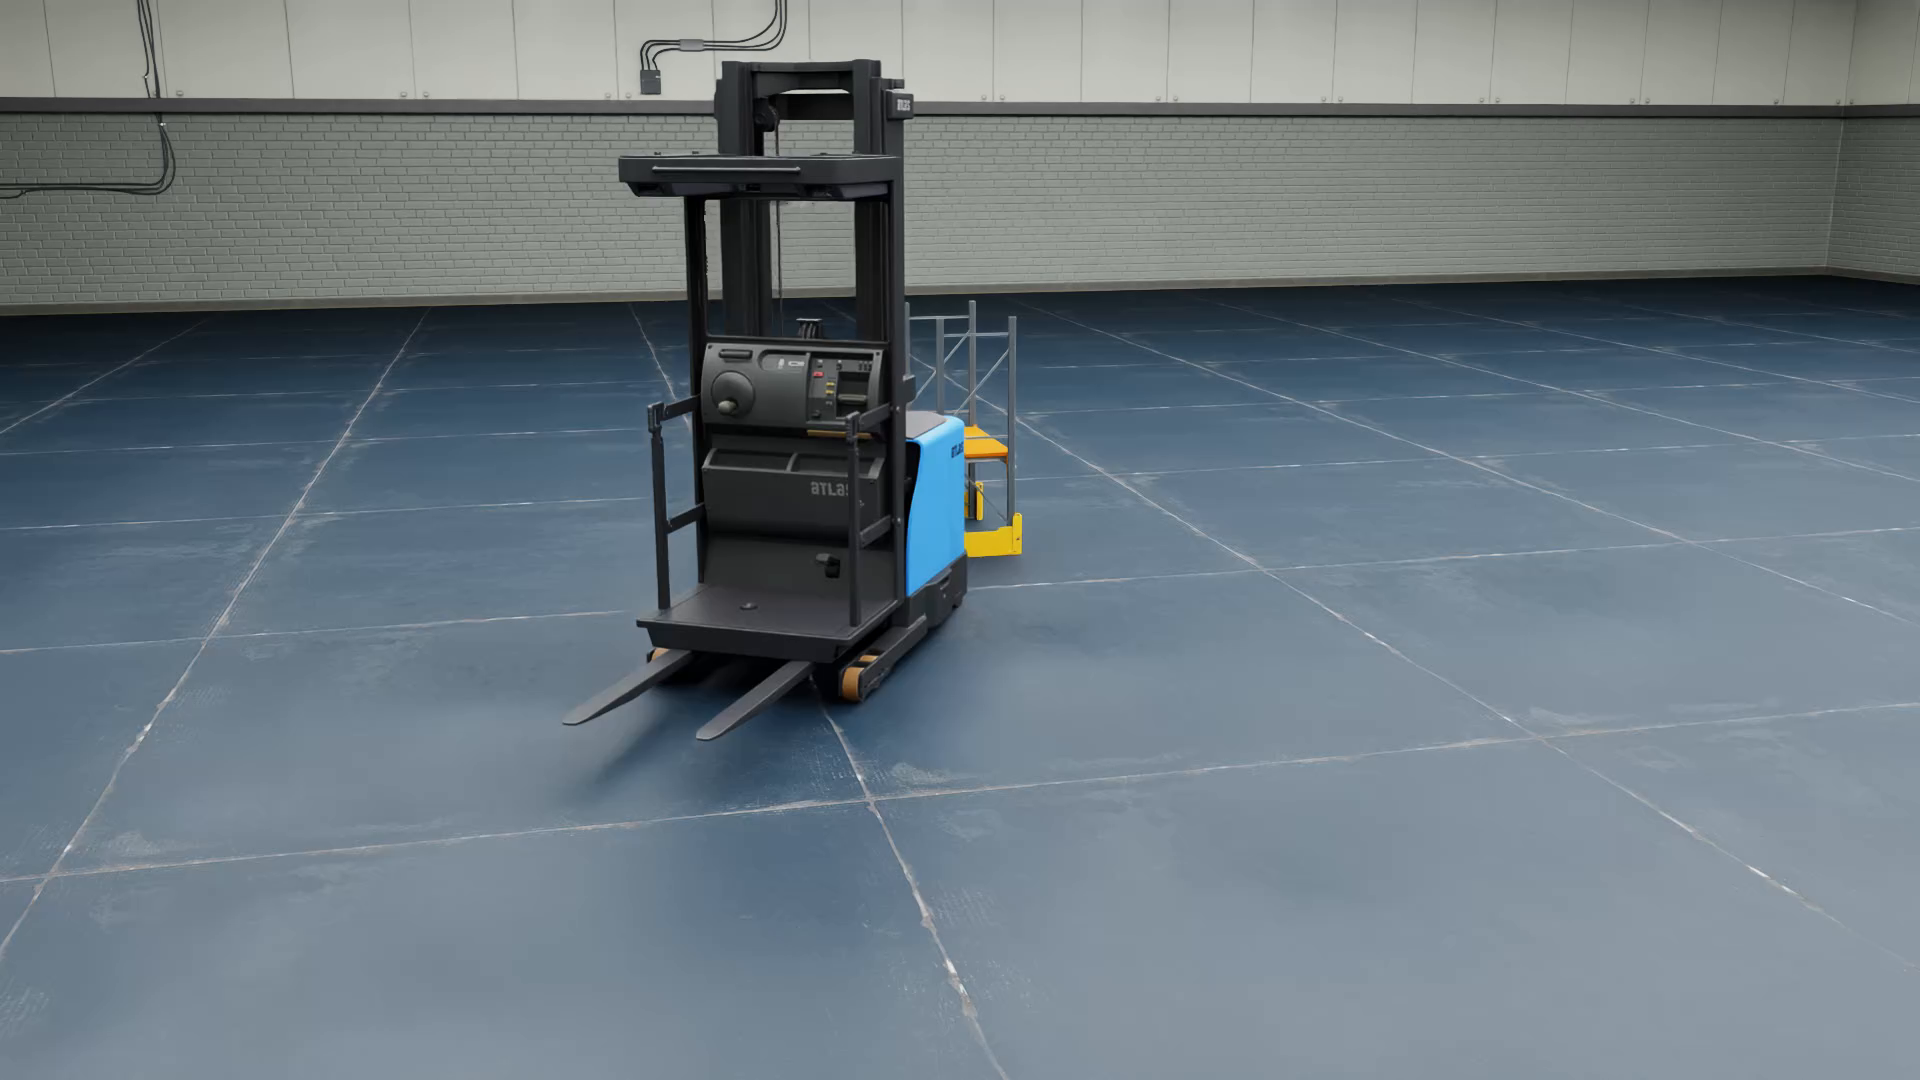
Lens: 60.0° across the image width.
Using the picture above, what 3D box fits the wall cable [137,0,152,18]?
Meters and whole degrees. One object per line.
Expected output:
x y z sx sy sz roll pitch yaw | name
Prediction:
-10.417 -8.811 23.934 3.097 2.526 0.112 -3 14 -13 | wall cable

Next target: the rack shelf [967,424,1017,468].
-0.020 -0.574 10.872 0.538 0.185 1.000 -3 14 -13 | rack shelf

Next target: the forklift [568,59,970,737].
-0.868 -0.780 7.945 1.130 2.935 3.031 4 14 17 | forklift

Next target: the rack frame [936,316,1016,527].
0.099 -0.631 10.350 0.500 1.500 0.032 -3 14 -13 | rack frame

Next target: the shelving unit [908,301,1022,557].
-0.018 -0.746 10.821 0.587 1.500 1.083 -3 14 -13 | shelving unit

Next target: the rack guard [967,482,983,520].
-0.135 -0.254 11.440 0.587 0.250 0.087 -3 14 -13 | rack guard

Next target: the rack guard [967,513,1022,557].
0.099 -0.024 10.499 0.587 0.250 0.087 -3 14 -13 | rack guard

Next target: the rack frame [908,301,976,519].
-0.139 -0.866 11.310 0.500 1.500 0.032 -3 14 -13 | rack frame

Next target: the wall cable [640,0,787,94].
-3.815 -9.893 25.295 2.305 6.003 0.169 -3 14 -13 | wall cable

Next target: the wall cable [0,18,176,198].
-13.047 -6.207 23.916 3.097 2.526 0.112 -3 14 -13 | wall cable
